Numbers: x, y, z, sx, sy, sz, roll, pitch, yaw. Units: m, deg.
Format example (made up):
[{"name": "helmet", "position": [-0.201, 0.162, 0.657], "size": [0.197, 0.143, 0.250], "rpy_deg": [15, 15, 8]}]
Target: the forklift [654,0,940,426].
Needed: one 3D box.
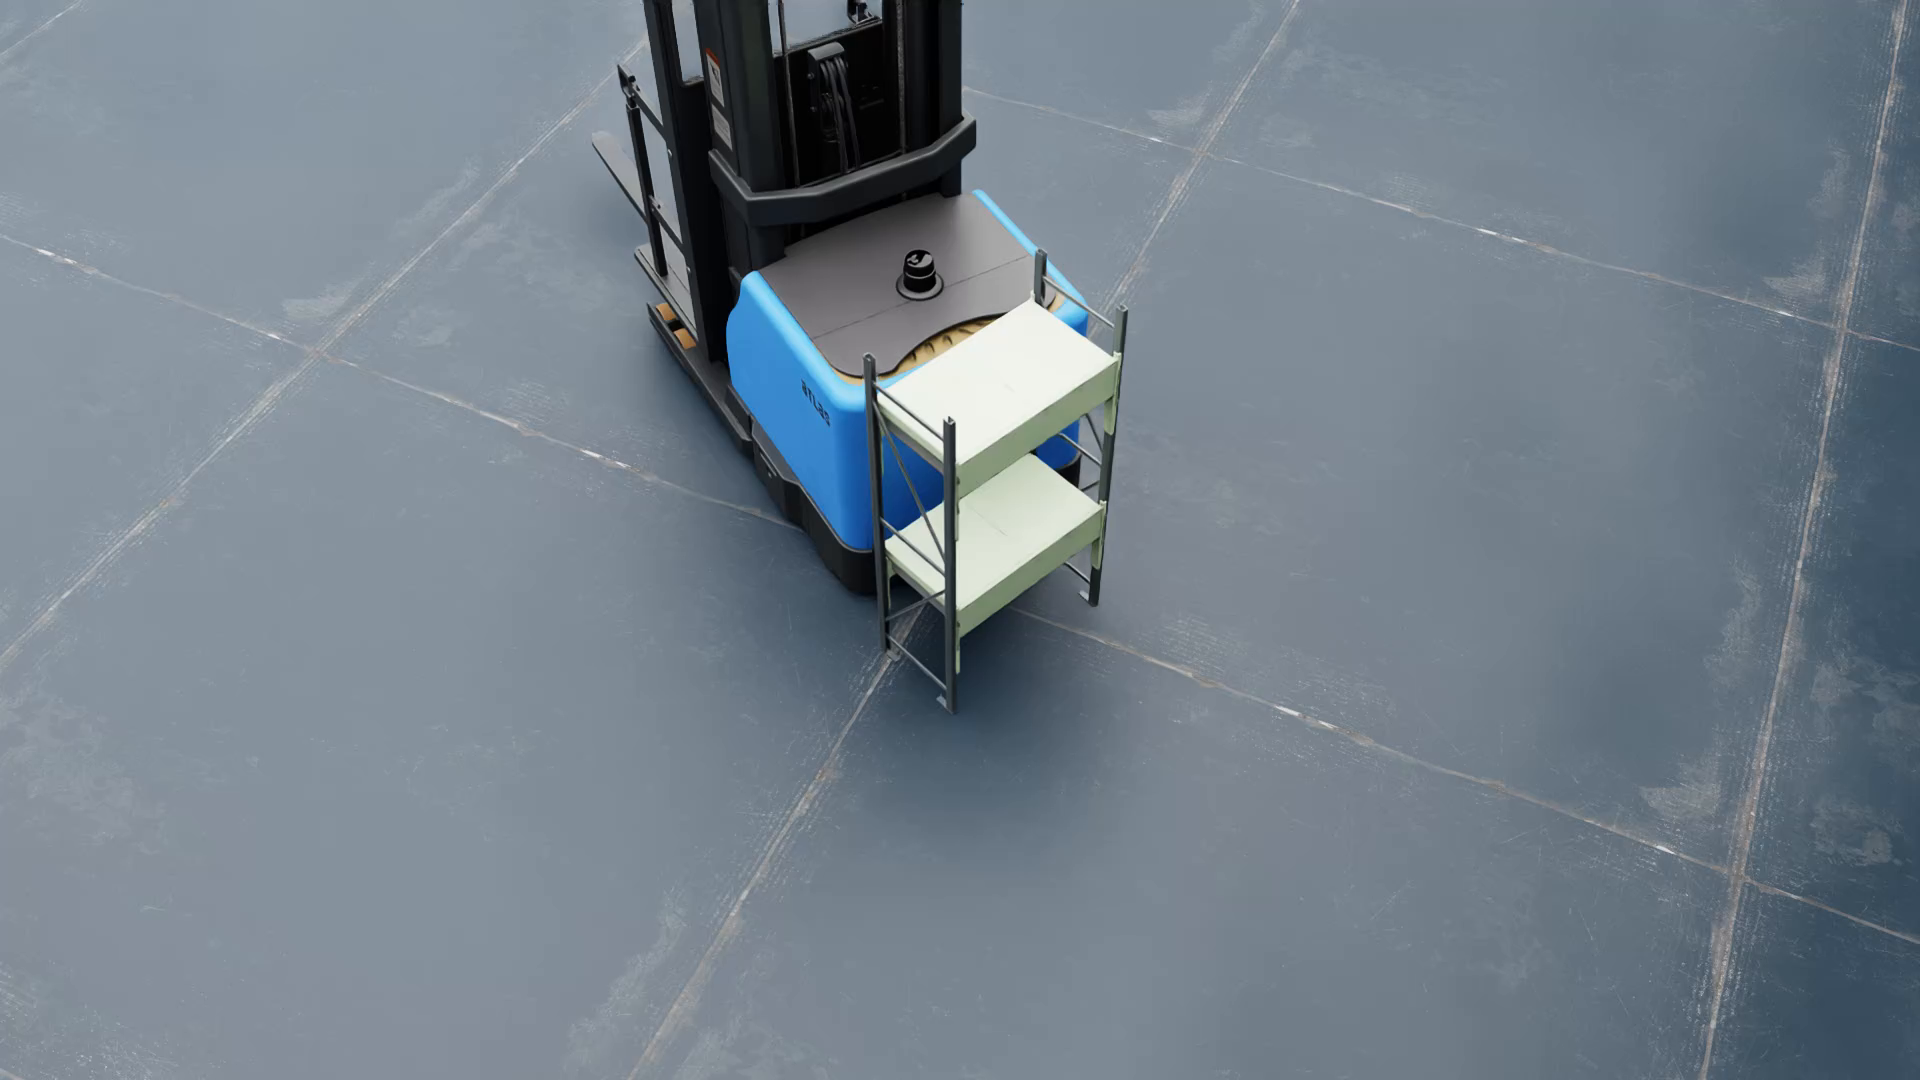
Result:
[{"name": "forklift", "position": [7.280, -16.986, 15.103], "size": [32.329, 9.011, 24.583], "rpy_deg": [-24, 54, -19]}]

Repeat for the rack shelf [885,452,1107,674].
[{"name": "rack shelf", "position": [5.850, -11.203, 15.698], "size": [29.250, 0.609, 14.688], "rpy_deg": [-35, 58, -26]}]

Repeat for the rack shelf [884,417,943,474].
[{"name": "rack shelf", "position": [0.116, -0.458, 5.364], "size": [0.664, 0.071, 0.332], "rpy_deg": [-35, 58, -26]}]

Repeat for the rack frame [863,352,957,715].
[{"name": "rack frame", "position": [-0.154, 0.029, 5.555], "size": [0.023, 1.500, 0.400], "rpy_deg": [-35, 58, -26]}]

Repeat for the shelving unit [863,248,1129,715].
[{"name": "shelving unit", "position": [5.844, -11.487, 15.355], "size": [29.268, 1.500, 14.688], "rpy_deg": [-35, 58, -26]}]

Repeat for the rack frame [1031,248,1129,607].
[{"name": "rack frame", "position": [0.386, -0.347, 5.875], "size": [0.023, 1.500, 0.400], "rpy_deg": [-35, 58, -26]}]
